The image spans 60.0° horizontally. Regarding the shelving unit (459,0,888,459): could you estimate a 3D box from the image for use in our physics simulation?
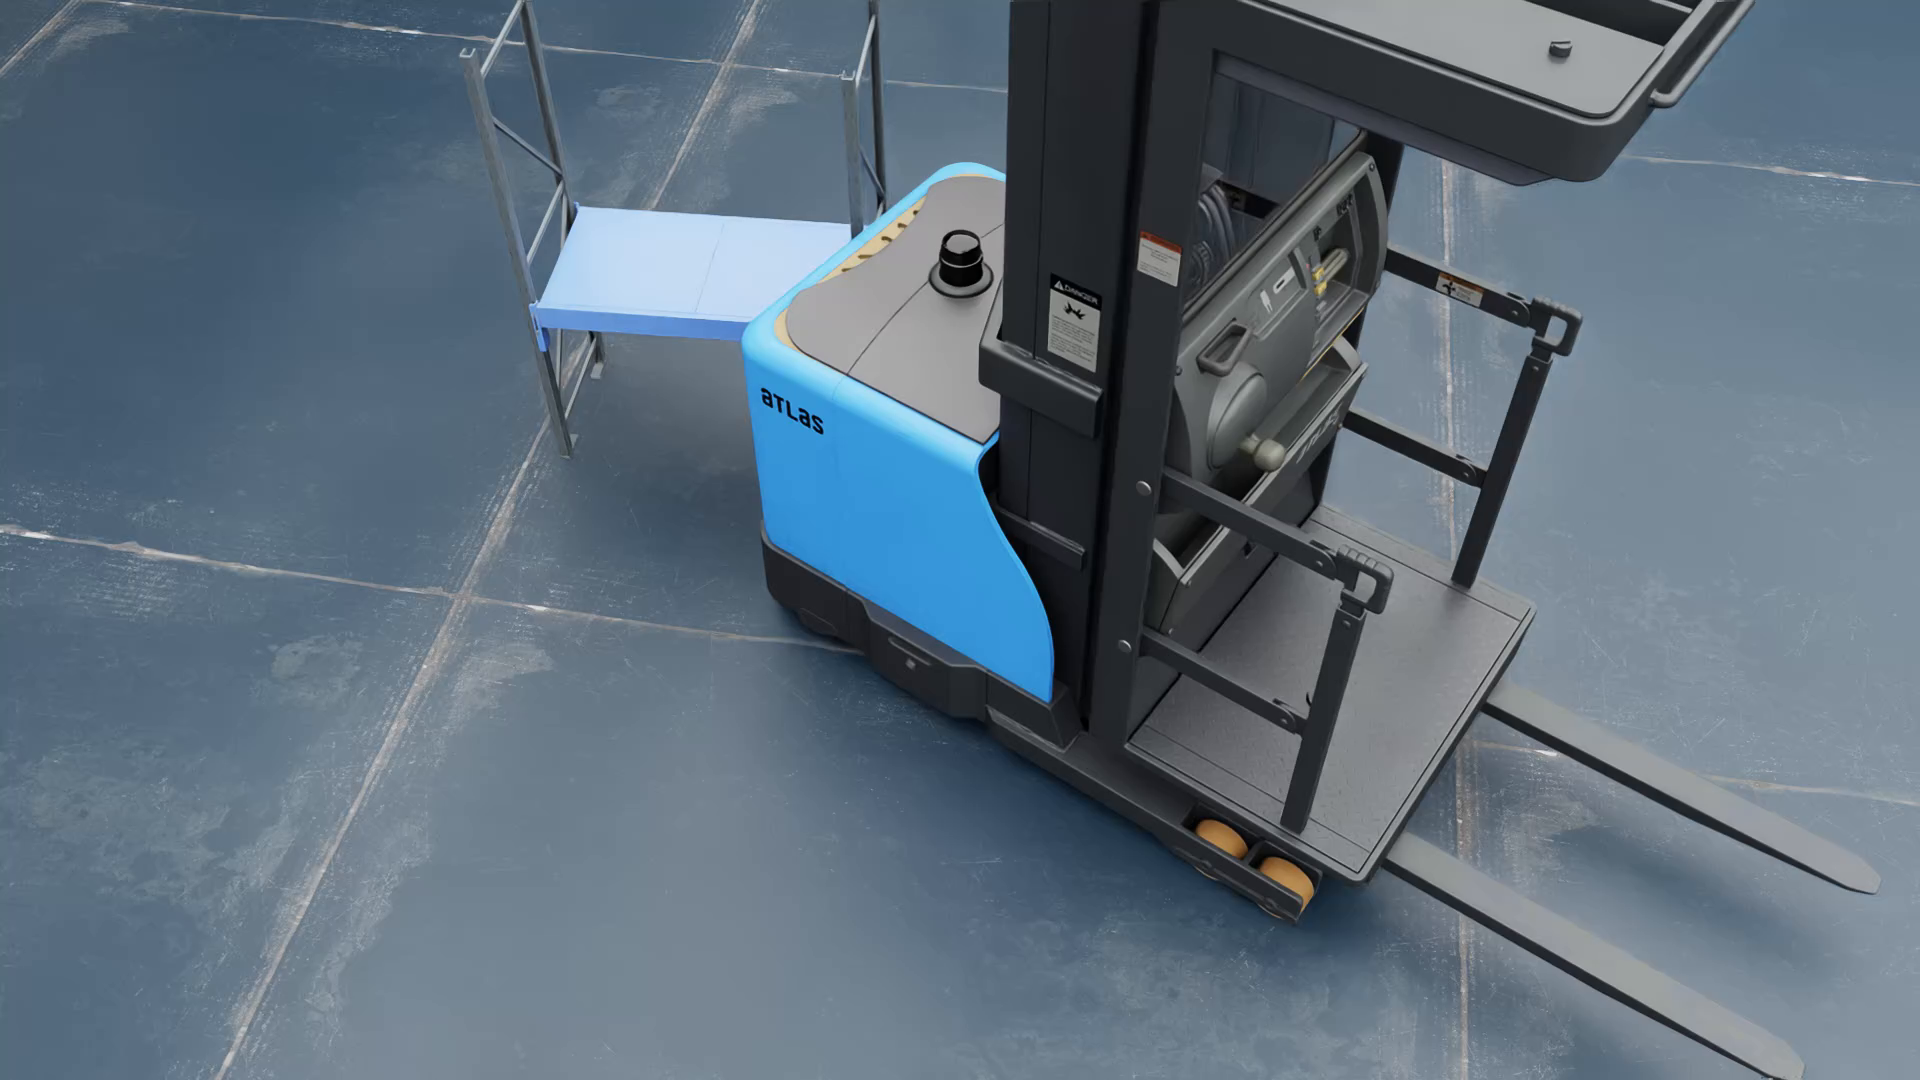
[{"bbox_3d":[-0.772,-0.915,5.064,1.048,1.500,0.538,4,48,4],"label":"shelving unit"}]

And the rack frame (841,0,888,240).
[{"bbox_3d":[-0.266,-0.875,5.028,0.032,1.500,0.500,4,48,4],"label":"rack frame"}]

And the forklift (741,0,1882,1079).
[{"bbox_3d":[0.904,-0.443,3.678,3.031,2.935,1.130,29,54,23],"label":"forklift"}]

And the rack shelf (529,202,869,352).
[{"bbox_3d":[-0.772,-0.795,5.197,1.000,0.185,0.538,4,48,4],"label":"rack shelf"}]

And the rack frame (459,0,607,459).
[{"bbox_3d":[-1.277,-0.954,5.099,0.032,1.500,0.500,4,48,4],"label":"rack frame"}]
